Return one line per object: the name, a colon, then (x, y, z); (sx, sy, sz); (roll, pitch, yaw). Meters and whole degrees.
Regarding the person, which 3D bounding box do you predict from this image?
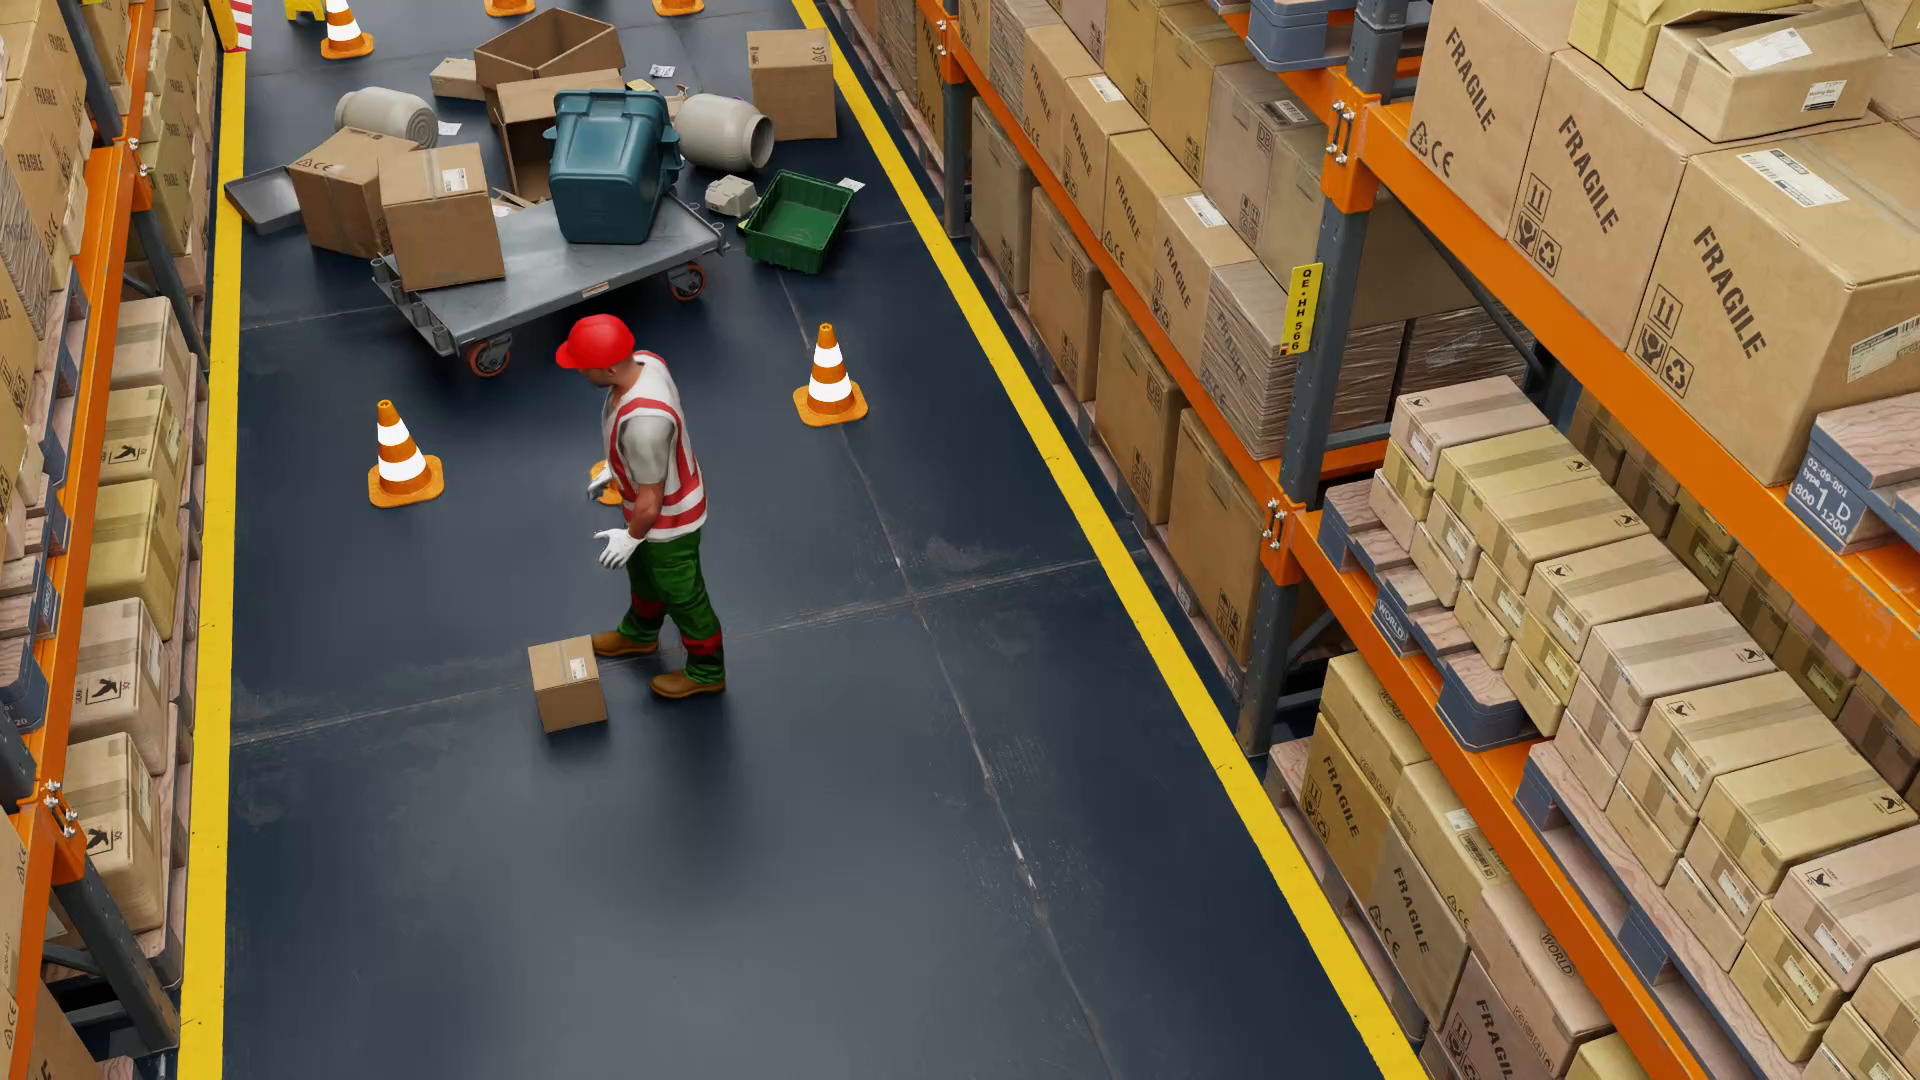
person: (-1.230, -0.102, 6.237); (0.562, 1.784, 0.563); (-8, 42, -9)
